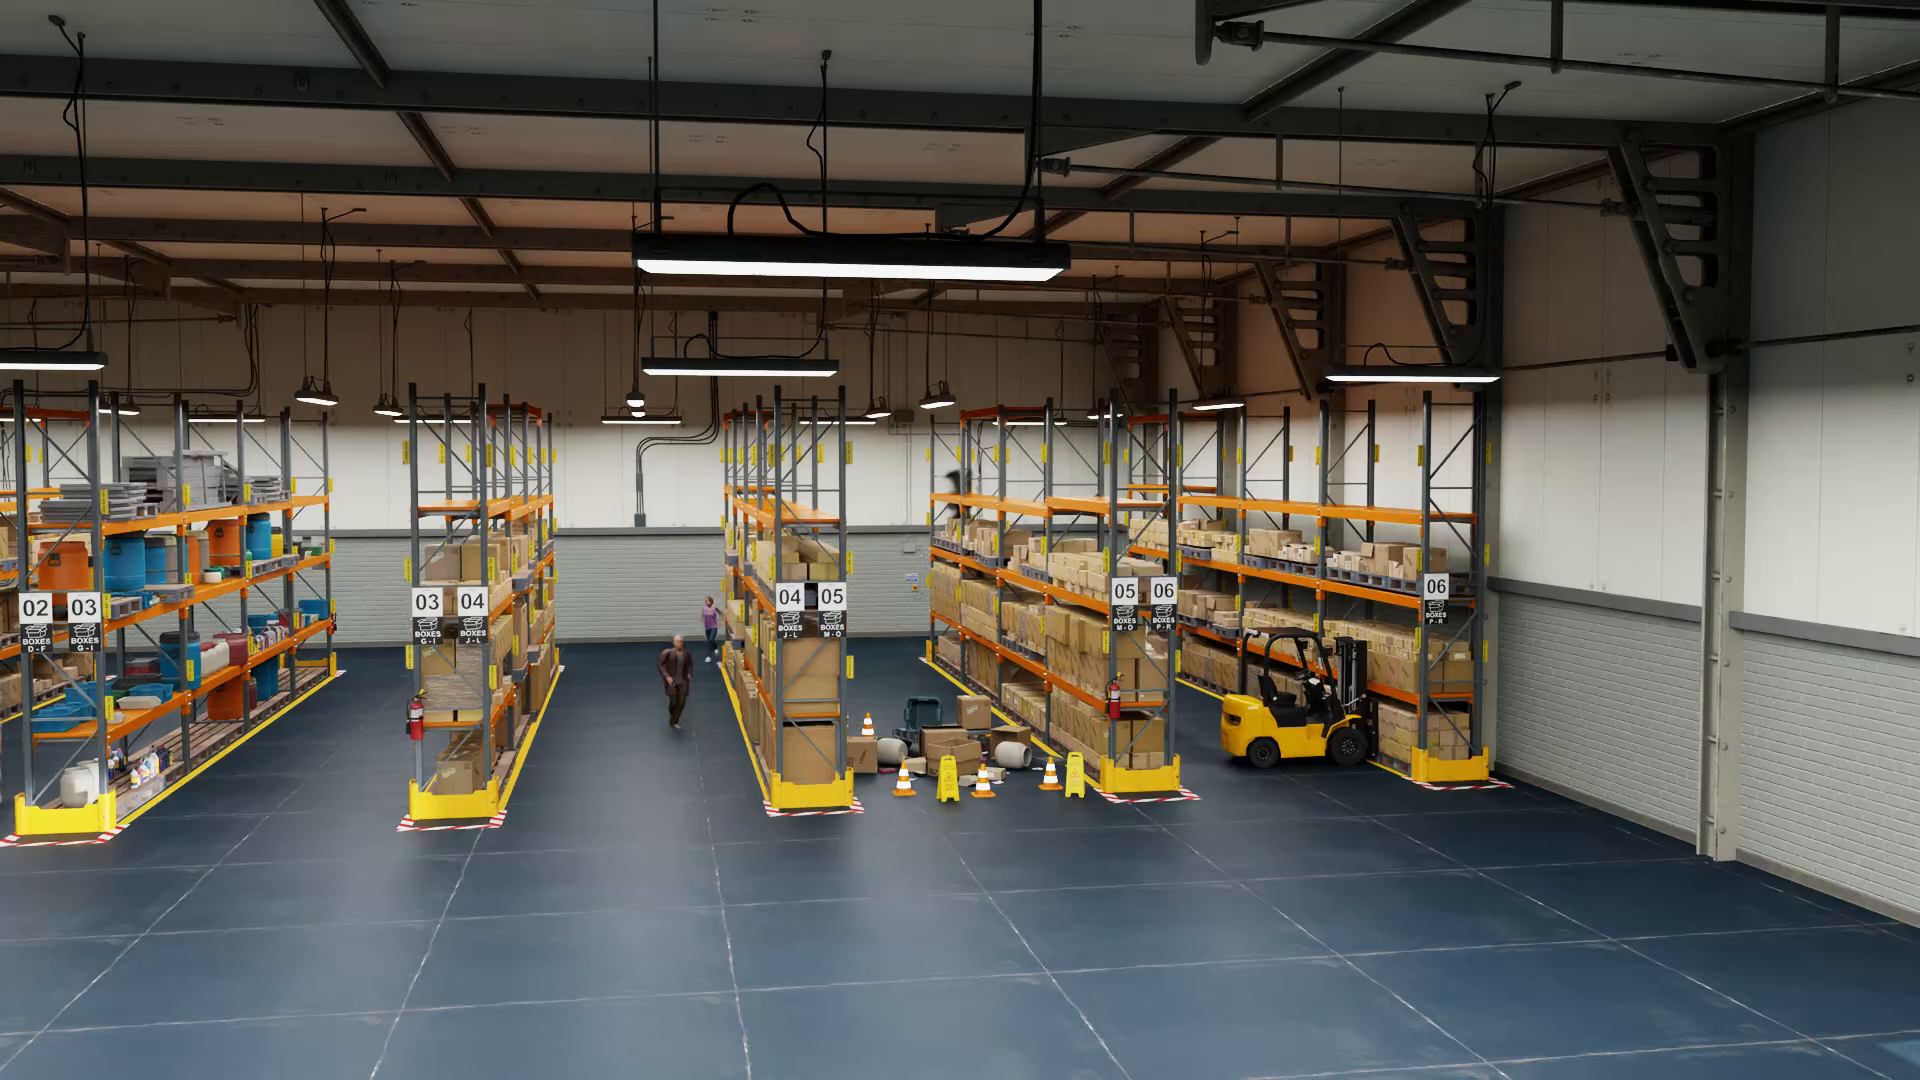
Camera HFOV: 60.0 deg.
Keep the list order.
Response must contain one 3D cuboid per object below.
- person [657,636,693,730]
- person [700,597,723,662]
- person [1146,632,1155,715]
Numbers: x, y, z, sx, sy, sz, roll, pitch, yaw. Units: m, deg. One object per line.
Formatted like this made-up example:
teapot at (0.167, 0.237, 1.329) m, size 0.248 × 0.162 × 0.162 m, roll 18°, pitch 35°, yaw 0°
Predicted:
person at (-5.237, 2.603, 30.544) m, size 0.705 × 1.733 × 0.649 m, roll -1°, pitch 3°, yaw -25°
person at (-6.053, 2.147, 40.538) m, size 0.517 × 1.565 × 0.921 m, roll 1°, pitch 3°, yaw 16°
person at (3.404, 2.525, 31.510) m, size 0.667 × 1.749 × 0.905 m, roll -1°, pitch 3°, yaw -14°
